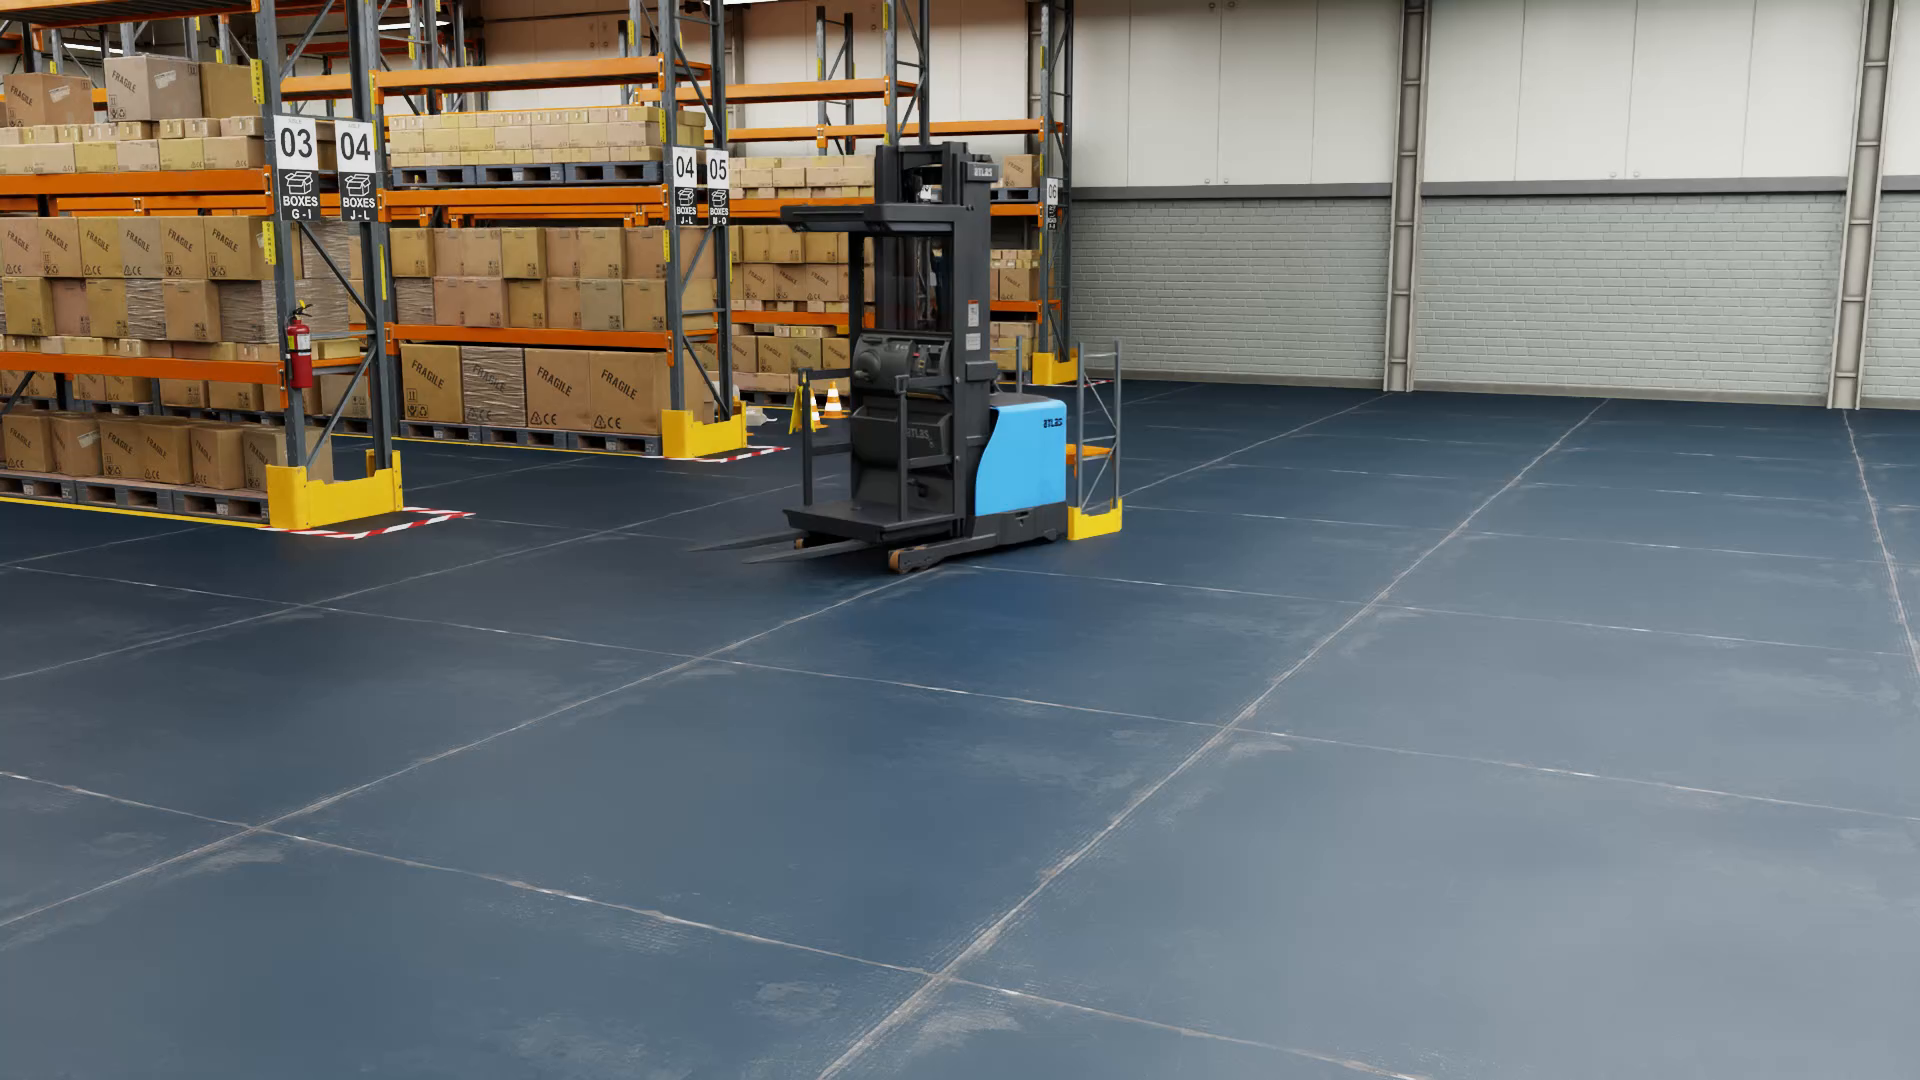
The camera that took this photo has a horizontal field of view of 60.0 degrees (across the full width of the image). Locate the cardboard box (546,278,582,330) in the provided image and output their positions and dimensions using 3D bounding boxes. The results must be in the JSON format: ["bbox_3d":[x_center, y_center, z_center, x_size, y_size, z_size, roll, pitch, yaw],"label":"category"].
[{"bbox_3d":[-4.078,-2.635,18.448,0.550,0.550,0.875,5,11,26],"label":"cardboard box"}]

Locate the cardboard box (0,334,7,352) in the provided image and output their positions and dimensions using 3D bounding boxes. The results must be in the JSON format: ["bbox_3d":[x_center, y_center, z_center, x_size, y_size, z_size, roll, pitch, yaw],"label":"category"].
[{"bbox_3d":[-8.370,-1.756,14.717,0.250,0.149,0.380,5,11,26],"label":"cardboard box"}]

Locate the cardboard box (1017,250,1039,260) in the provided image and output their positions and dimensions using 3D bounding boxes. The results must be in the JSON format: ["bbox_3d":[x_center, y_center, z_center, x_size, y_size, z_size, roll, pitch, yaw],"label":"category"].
[{"bbox_3d":[1.102,-4.536,26.436,0.250,0.149,0.380,5,11,26],"label":"cardboard box"}]

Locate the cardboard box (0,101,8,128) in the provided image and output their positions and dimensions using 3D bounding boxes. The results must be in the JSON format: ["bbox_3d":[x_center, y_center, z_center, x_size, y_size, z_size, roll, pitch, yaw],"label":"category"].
[{"bbox_3d":[-9.026,-3.753,15.152,0.637,0.503,0.797,4,11,23],"label":"cardboard box"}]

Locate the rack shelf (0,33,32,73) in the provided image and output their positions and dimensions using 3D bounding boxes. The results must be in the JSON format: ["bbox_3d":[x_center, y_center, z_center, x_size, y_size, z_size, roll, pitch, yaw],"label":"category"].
[{"bbox_3d":[-10.442,-4.525,15.610,4.000,0.370,1.077,5,11,26],"label":"rack shelf"}]

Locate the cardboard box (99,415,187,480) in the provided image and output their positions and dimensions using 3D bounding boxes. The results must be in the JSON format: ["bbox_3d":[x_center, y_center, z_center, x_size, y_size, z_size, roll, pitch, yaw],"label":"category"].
[{"bbox_3d":[-7.199,-0.825,14.706,0.500,0.500,0.500,4,11,21],"label":"cardboard box"}]

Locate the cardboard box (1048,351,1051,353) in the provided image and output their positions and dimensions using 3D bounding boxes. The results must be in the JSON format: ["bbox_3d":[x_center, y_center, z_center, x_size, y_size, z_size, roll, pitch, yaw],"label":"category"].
[{"bbox_3d":[1.162,-2.951,27.153,0.500,0.250,0.500,5,11,26],"label":"cardboard box"}]

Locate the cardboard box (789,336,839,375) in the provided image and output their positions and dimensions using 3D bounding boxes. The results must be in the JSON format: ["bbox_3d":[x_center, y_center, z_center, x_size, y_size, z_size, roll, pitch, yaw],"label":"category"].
[{"bbox_3d":[-1.980,-2.519,22.661,0.500,0.500,0.500,6,12,28],"label":"cardboard box"}]

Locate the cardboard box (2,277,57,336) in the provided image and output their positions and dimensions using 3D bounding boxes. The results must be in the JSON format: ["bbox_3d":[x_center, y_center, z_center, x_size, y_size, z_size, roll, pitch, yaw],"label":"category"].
[{"bbox_3d":[-7.840,-2.072,14.639,0.500,0.500,0.875,5,11,26],"label":"cardboard box"}]

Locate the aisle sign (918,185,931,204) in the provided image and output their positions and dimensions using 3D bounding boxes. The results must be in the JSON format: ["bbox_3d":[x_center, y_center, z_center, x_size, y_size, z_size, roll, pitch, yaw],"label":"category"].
[{"bbox_3d":[-0.484,-4.558,22.192,0.004,0.787,0.394,5,11,26],"label":"aisle sign"}]

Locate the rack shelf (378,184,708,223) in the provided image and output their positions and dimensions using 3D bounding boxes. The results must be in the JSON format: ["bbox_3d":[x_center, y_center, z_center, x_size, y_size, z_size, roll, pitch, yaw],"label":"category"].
[{"bbox_3d":[-4.570,-3.715,18.433,4.000,0.370,1.077,5,11,26],"label":"rack shelf"}]

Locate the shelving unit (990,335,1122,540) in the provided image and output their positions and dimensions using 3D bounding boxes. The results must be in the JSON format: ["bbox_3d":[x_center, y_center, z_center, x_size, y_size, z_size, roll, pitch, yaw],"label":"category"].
[{"bbox_3d":[0.689,-0.841,13.163,1.083,1.500,0.587,10,14,42],"label":"shelving unit"}]

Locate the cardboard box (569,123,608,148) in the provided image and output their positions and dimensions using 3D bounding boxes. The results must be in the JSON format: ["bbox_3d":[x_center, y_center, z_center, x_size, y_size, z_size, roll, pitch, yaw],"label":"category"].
[{"bbox_3d":[-3.787,-4.273,17.623,0.500,0.250,0.500,5,11,26],"label":"cardboard box"}]

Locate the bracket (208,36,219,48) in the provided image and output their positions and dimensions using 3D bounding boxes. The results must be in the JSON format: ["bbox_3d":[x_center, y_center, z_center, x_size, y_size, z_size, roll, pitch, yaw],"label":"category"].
[{"bbox_3d":[-15.381,-10.344,34.507,0.430,0.232,0.235,5,11,26],"label":"bracket"}]

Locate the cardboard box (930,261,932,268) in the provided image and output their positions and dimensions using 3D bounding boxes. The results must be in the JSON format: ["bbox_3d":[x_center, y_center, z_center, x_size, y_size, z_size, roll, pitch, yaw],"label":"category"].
[{"bbox_3d":[-0.523,-4.519,27.172,0.250,0.149,0.380,5,11,25],"label":"cardboard box"}]

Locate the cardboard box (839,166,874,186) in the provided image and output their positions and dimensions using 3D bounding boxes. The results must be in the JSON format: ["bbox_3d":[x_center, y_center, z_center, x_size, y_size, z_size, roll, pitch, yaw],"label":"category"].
[{"bbox_3d":[-1.255,-4.780,21.882,0.500,0.250,0.500,5,11,25],"label":"cardboard box"}]

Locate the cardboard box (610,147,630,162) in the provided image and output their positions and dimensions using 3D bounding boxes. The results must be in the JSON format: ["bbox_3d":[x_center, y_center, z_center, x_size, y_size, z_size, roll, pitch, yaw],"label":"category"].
[{"bbox_3d":[-3.450,-4.036,17.430,0.250,0.149,0.380,5,11,26],"label":"cardboard box"}]

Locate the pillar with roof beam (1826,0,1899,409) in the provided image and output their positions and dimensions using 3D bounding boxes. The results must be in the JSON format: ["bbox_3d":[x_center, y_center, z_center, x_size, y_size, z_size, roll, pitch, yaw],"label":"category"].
[{"bbox_3d":[10.147,-5.545,18.099,0.400,9.000,9.100,5,11,26],"label":"pillar with roof beam"}]

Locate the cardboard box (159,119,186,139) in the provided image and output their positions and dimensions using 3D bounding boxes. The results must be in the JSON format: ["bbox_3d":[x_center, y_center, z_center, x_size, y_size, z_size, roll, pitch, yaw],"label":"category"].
[{"bbox_3d":[-6.159,-3.281,13.316,0.250,0.149,0.380,5,11,26],"label":"cardboard box"}]

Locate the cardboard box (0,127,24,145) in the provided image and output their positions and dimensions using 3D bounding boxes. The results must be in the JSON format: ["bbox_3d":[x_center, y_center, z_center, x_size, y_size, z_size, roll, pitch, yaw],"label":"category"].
[{"bbox_3d":[-7.990,-3.455,14.278,0.250,0.149,0.380,5,11,26],"label":"cardboard box"}]

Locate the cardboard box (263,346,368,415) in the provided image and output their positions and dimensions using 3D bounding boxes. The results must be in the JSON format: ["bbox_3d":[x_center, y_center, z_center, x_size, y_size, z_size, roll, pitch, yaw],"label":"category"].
[{"bbox_3d":[-7.823,-1.962,20.284,0.750,0.750,1.050,5,11,26],"label":"cardboard box"}]

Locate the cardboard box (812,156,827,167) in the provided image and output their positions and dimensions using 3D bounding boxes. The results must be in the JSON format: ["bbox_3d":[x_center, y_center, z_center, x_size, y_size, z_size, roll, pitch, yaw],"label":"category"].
[{"bbox_3d":[-1.766,-5.030,22.145,0.250,0.149,0.380,5,11,26],"label":"cardboard box"}]

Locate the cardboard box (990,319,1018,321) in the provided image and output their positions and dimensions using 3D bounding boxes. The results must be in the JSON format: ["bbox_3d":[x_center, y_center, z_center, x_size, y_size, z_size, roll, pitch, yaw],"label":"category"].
[{"bbox_3d":[0.719,-3.480,27.268,0.500,0.250,0.500,5,11,26],"label":"cardboard box"}]

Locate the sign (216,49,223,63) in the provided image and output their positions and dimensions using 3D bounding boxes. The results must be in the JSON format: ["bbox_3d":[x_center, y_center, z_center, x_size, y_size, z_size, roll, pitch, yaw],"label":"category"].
[{"bbox_3d":[-11.706,-7.583,26.291,0.005,0.325,0.100,5,11,26],"label":"sign"}]

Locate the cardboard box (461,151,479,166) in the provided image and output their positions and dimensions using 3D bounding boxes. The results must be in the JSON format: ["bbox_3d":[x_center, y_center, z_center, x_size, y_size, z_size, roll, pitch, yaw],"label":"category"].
[{"bbox_3d":[-5.274,-4.196,18.316,0.250,0.149,0.380,5,11,25],"label":"cardboard box"}]

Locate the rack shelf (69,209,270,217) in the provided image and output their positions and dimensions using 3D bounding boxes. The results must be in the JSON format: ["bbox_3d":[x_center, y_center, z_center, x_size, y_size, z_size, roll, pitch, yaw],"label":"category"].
[{"bbox_3d":[-13.231,-5.459,28.069,4.000,0.370,1.077,5,11,26],"label":"rack shelf"}]

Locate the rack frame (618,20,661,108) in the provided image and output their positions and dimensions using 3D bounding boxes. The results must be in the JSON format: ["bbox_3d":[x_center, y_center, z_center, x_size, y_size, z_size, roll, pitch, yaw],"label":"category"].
[{"bbox_3d":[-5.658,-7.610,29.508,0.127,3.000,1.000,5,11,26],"label":"rack frame"}]

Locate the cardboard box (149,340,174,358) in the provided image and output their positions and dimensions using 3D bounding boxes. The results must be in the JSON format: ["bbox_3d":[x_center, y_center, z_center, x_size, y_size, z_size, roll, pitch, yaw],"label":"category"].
[{"bbox_3d":[-6.537,-1.613,13.926,0.250,0.149,0.380,5,11,26],"label":"cardboard box"}]

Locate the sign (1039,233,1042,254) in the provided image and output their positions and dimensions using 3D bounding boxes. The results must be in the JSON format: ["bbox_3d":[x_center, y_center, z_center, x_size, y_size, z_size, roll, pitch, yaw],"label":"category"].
[{"bbox_3d":[1.264,-4.628,25.962,0.005,0.325,0.100,5,11,26],"label":"sign"}]

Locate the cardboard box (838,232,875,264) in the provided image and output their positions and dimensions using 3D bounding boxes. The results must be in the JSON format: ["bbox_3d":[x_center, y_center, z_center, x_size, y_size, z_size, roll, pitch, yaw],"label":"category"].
[{"bbox_3d":[-1.231,-3.927,22.082,0.500,0.500,0.700,5,11,24],"label":"cardboard box"}]

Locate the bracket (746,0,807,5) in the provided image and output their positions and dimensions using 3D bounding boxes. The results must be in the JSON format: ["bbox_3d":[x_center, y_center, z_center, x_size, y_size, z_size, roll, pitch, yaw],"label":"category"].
[{"bbox_3d":[-1.549,-9.128,27.792,4.783,0.066,0.076,5,11,26],"label":"bracket"}]

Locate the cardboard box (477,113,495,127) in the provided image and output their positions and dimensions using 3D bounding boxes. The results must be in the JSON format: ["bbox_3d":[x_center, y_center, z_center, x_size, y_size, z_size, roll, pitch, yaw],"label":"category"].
[{"bbox_3d":[-5.045,-4.568,18.133,0.250,0.149,0.380,5,11,26],"label":"cardboard box"}]

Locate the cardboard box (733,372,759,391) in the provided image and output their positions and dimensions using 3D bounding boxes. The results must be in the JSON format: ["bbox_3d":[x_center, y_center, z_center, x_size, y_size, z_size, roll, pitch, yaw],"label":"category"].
[{"bbox_3d":[-2.893,-2.232,23.180,0.500,0.250,0.500,5,11,25],"label":"cardboard box"}]

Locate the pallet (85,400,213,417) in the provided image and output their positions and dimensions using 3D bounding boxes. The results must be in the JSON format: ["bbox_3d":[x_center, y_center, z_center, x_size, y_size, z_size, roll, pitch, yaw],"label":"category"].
[{"bbox_3d":[-10.651,-1.756,21.838,1.213,0.211,1.003,5,11,26],"label":"pallet"}]

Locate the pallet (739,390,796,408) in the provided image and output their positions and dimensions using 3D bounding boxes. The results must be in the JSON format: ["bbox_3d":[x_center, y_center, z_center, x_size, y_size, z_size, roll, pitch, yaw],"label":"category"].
[{"bbox_3d":[-2.548,-2.034,23.376,1.213,0.211,1.003,5,11,26],"label":"pallet"}]

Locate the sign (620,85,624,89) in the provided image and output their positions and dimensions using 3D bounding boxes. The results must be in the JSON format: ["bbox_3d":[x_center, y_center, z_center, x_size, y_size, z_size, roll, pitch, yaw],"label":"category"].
[{"bbox_3d":[-5.889,-8.021,28.934,0.005,0.325,0.100,5,11,26],"label":"sign"}]

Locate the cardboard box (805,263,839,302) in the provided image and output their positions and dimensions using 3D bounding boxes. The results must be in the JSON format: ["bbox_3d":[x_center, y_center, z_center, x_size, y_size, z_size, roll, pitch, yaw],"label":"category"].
[{"bbox_3d":[-1.732,-3.469,22.357,0.500,0.500,0.500,5,11,26],"label":"cardboard box"}]

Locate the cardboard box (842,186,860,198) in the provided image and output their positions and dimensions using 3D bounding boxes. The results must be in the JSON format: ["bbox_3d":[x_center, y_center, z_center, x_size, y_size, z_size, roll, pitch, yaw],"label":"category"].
[{"bbox_3d":[-1.358,-4.584,21.920,0.250,0.149,0.380,5,11,26],"label":"cardboard box"}]

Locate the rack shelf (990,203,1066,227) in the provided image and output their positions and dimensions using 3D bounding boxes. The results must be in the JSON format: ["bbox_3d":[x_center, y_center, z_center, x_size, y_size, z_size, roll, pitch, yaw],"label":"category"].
[{"bbox_3d":[-0.277,-5.307,27.227,4.000,0.370,1.077,5,11,26],"label":"rack shelf"}]

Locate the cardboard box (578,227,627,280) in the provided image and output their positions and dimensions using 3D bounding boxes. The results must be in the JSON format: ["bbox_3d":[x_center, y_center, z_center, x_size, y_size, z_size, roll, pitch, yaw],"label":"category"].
[{"bbox_3d":[-3.626,-3.105,18.009,0.550,0.550,0.875,5,11,26],"label":"cardboard box"}]

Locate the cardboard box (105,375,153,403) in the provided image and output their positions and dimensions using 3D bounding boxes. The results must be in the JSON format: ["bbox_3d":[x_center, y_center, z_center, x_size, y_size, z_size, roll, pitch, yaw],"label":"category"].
[{"bbox_3d":[-10.656,-2.053,21.489,0.500,0.500,0.500,5,11,26],"label":"cardboard box"}]

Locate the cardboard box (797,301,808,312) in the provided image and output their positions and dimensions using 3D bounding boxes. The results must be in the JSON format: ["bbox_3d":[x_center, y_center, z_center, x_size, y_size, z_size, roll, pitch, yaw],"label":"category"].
[{"bbox_3d":[-2.015,-3.190,22.637,0.250,0.149,0.380,5,11,27],"label":"cardboard box"}]

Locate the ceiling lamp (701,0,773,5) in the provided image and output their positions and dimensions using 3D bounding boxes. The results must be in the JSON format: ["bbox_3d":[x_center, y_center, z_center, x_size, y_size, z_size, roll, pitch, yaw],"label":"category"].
[{"bbox_3d":[-2.919,-9.805,25.247,2.000,3.185,0.800,5,11,26],"label":"ceiling lamp"}]

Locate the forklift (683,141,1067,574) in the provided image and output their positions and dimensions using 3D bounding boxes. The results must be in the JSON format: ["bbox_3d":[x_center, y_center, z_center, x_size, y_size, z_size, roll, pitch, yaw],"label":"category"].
[{"bbox_3d":[-0.567,-1.312,11.749,1.130,2.935,3.031,10,14,43],"label":"forklift"}]

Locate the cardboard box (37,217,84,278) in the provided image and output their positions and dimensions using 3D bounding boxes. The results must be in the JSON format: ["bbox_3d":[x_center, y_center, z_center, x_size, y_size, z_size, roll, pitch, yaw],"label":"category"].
[{"bbox_3d":[-7.460,-2.499,14.194,0.500,0.500,0.500,5,11,26],"label":"cardboard box"}]

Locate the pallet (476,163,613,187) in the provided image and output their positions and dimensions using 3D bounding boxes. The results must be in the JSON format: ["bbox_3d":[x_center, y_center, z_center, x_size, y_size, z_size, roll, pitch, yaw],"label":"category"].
[{"bbox_3d":[-4.544,-4.021,18.349,1.213,0.211,1.003,5,11,26],"label":"pallet"}]

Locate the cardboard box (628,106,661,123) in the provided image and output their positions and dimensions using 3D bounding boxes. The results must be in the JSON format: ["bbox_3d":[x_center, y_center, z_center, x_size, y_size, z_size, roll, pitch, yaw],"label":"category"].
[{"bbox_3d":[-3.228,-4.409,17.250,0.250,0.149,0.380,5,11,26],"label":"cardboard box"}]

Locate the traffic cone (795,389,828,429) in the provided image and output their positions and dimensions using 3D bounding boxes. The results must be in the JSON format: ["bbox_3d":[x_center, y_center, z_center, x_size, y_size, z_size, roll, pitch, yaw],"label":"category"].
[{"bbox_3d":[-1.819,-1.610,20.324,0.334,0.463,0.336,5,11,26],"label":"traffic cone"}]

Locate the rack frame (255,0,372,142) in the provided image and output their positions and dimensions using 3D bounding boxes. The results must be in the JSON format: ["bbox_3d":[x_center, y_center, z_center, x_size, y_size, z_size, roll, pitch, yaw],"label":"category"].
[{"bbox_3d":[-5.061,-4.603,12.898,0.127,3.000,1.000,5,11,26],"label":"rack frame"}]

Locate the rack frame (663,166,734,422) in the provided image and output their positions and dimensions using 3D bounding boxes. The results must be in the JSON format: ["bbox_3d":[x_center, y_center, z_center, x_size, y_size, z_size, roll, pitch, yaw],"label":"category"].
[{"bbox_3d":[-2.776,-2.436,17.765,0.127,3.000,1.000,5,11,26],"label":"rack frame"}]

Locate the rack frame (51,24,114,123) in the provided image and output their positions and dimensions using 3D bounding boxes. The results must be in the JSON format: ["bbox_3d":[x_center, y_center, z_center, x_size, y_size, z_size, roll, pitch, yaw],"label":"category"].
[{"bbox_3d":[-15.025,-7.447,28.609,0.127,3.000,1.000,5,11,26],"label":"rack frame"}]

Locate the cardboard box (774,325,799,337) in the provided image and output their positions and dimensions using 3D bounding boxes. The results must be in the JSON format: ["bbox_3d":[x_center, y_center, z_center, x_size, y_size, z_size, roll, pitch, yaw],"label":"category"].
[{"bbox_3d":[-2.329,-2.857,22.708,0.250,0.149,0.380,6,12,28],"label":"cardboard box"}]
